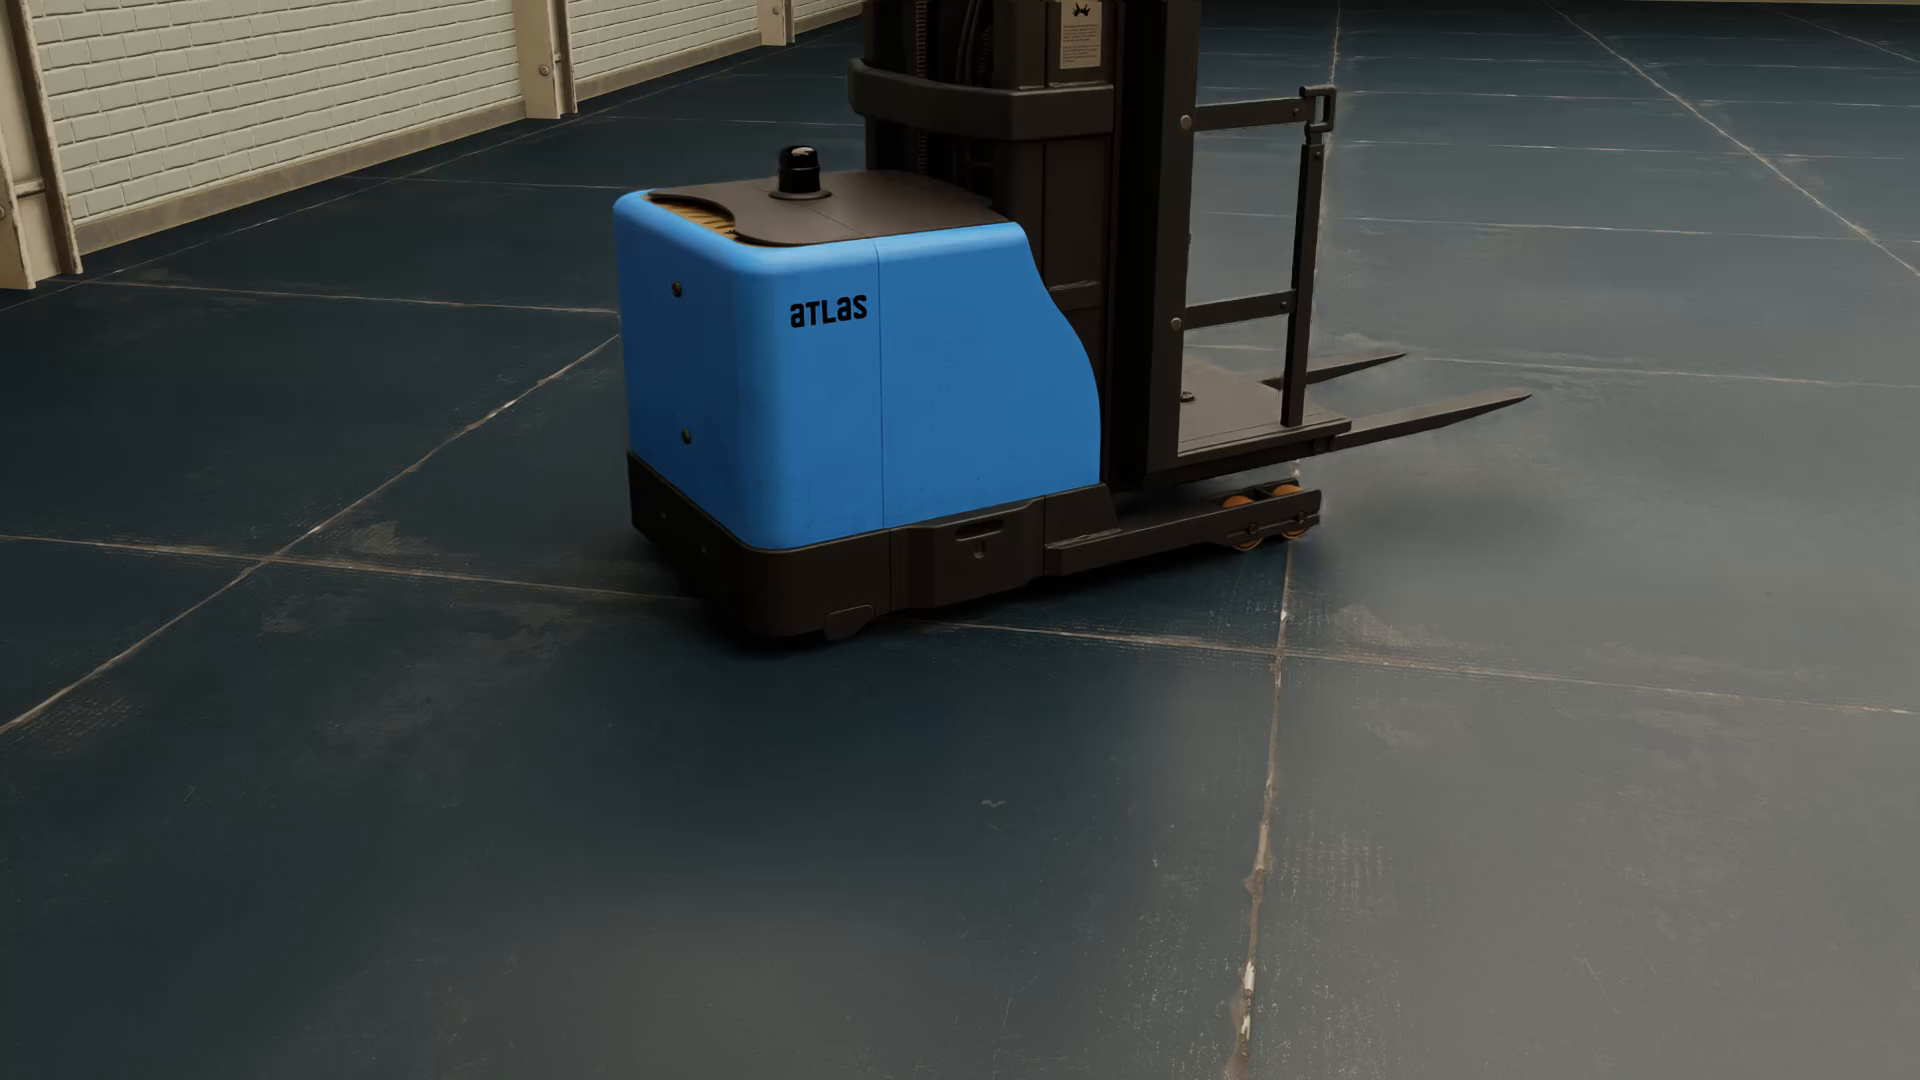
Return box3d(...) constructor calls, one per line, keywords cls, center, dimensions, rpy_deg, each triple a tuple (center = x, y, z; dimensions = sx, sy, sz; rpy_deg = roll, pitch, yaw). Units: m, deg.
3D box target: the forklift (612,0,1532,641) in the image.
box3d(cls="forklift", center=(0.527, -1.482, 4.901), dimensions=(3.031, 2.935, 1.130), rpy_deg=(-12, 25, -28))
